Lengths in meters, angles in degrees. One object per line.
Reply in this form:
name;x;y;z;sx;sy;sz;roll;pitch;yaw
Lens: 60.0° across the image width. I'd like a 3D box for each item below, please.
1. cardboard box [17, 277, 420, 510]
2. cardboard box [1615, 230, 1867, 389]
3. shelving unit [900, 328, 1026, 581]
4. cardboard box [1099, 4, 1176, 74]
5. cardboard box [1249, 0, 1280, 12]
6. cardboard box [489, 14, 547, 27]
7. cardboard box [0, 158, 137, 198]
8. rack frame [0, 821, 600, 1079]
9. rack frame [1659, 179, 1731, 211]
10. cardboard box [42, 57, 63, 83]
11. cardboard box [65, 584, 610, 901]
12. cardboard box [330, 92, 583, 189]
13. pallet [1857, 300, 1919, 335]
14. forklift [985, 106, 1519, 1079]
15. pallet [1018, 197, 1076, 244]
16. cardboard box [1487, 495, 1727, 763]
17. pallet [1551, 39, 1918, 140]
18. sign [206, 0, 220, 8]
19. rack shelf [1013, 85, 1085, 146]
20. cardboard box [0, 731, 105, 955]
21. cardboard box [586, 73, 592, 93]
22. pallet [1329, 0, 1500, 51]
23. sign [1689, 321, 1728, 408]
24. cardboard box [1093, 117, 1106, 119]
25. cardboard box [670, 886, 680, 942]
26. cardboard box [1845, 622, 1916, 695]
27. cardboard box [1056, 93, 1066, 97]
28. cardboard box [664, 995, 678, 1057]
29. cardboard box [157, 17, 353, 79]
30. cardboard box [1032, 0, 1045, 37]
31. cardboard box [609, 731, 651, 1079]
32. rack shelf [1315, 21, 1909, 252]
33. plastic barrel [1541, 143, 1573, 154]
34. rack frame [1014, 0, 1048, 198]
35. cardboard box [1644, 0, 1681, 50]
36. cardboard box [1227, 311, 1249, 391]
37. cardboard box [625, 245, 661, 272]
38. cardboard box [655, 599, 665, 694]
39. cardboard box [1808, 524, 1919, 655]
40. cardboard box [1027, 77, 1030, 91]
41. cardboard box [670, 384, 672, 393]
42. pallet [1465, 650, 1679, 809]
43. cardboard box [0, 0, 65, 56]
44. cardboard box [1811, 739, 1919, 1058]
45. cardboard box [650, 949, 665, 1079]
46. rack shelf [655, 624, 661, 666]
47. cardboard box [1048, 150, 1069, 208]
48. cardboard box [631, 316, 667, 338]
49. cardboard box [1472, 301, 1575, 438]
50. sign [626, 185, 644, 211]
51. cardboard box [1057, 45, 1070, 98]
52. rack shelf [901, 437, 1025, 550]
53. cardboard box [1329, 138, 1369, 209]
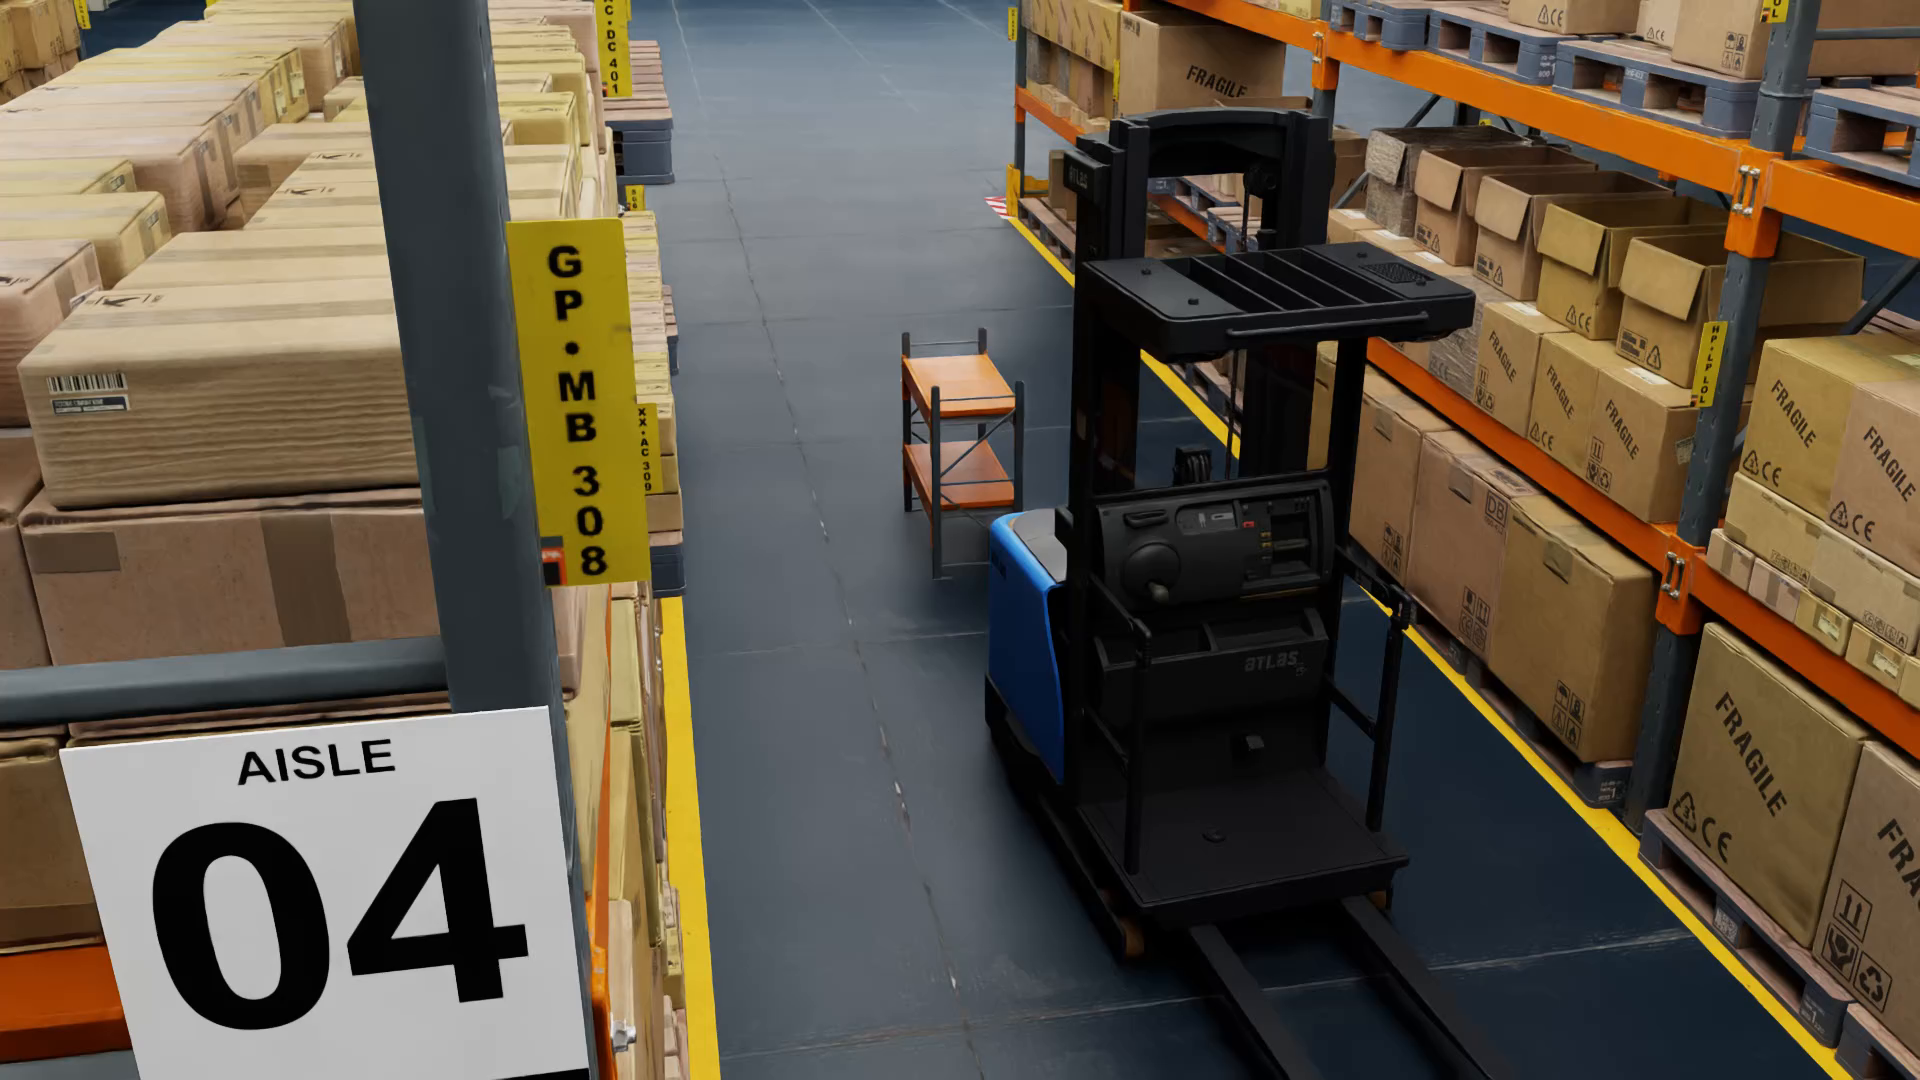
cardboard box;-0.694;-0.157;1.679;0.380;0.149;0.250;-5;24;-10
cardboard box;3.169;-0.952;6.804;0.797;0.503;0.637;-5;24;-11
shelving unit;0.001;-0.513;9.519;0.538;1.125;1.048;-4;24;-10
cardboard box;1.462;-4.140;13.735;0.500;0.500;0.500;-4;24;-10
cardboard box;2.121;-3.438;10.314;0.500;0.250;0.500;-4;24;-10
cardboard box;-1.194;-1.175;4.010;0.380;0.149;0.250;-3;24;-8
cardboard box;-1.361;-0.423;2.288;0.380;0.149;0.250;-4;24;-9
rack frame;-0.858;1.705;2.099;1.000;3.000;0.127;-4;24;-10
rack frame;6.683;-3.709;14.495;1.000;3.000;0.127;-4;24;-10
cardboard box;-8.204;-3.974;14.605;0.500;0.500;0.500;-4;24;-10
cardboard box;-0.690;0.203;1.976;0.500;0.250;0.500;-3;24;-8
cardboard box;-0.854;-0.671;2.855;0.380;0.149;0.250;-4;24;-8
pallet;7.096;-1.644;13.251;1.003;0.211;1.213;-4;24;-10
forklift;1.022;0.040;5.996;1.130;2.935;3.031;-7;24;-15
pallet;1.206;-3.286;17.010;1.003;0.211;1.213;-4;24;-10
cardboard box;3.157;0.335;7.365;1.225;0.875;0.875;-4;24;-10
pallet;3.077;-1.840;6.706;0.805;0.209;1.217;-5;24;-12
sign;-2.143;-1.618;4.821;0.100;0.325;0.005;-4;24;-10
rack shelf;1.446;-3.800;15.601;1.077;0.370;4.000;-4;24;-10
cardboard box;-1.203;0.240;1.893;0.500;0.250;0.500;-5;24;-11
cardboard box;-1.178;-1.035;4.188;0.500;0.250;0.500;-5;24;-12
pallet;2.727;-2.808;8.920;1.213;0.211;1.003;-3;24;-7
sign;2.764;-0.646;6.134;0.100;0.325;0.005;-4;24;-10
cardboard box;1.391;-3.690;14.766;0.380;0.149;0.250;-4;24;-10
cardboard box;-1.191;1.374;5.892;0.380;0.149;0.250;-4;24;-9
cardboard box;3.171;0.370;5.468;0.380;0.149;0.250;-5;24;-11
cardboard box;1.132;-4.180;15.887;0.380;0.149;0.250;-4;24;-10
cardboard box;-1.025;1.496;4.871;0.380;0.149;0.250;-5;24;-12
cardboard box;-1.659;-1.144;3.939;0.380;0.149;0.250;-5;24;-11
cardboard box;0.996;-5.123;15.985;0.500;0.500;0.500;-4;24;-10
cardboard box;-0.780;0.670;2.722;0.500;0.500;0.500;-4;24;-8
rack shelf;2.925;-2.028;7.796;1.077;0.370;4.000;-4;24;-10
plastic barrel;6.233;-3.885;17.480;0.421;0.512;0.421;0;24;0
rack frame;1.076;-4.916;17.258;1.000;3.000;0.127;-4;24;-10
cardboard box;3.181;-2.160;6.788;0.500;0.311;0.500;-5;24;-12
cardboard box;2.297;-1.305;11.563;0.700;0.500;0.500;-6;24;-14
cardboard box;-1.651;-1.326;8.085;0.380;0.149;0.250;-4;24;-8
cardboard box;-1.574;0.566;7.304;0.500;0.500;0.500;-3;24;-7
cardboard box;3.212;0.137;5.505;0.500;0.250;0.500;-4;24;-10
cardboard box;0.894;-4.671;17.011;0.380;0.149;0.250;-4;24;-10
cardboard box;-1.366;-0.577;6.740;0.380;0.149;0.250;-5;24;-12
pallet;3.078;0.784;7.691;1.003;0.211;1.213;-4;24;-10
cardboard box;-8.268;-4.438;14.419;0.700;0.500;0.500;-4;24;-9
cardboard box;3.505;1.205;5.374;0.875;0.875;0.875;-4;24;-10
cardboard box;-0.872;0.923;3.392;0.500;0.500;0.500;-4;24;-9
rack shelf;-1.968;-0.326;7.647;1.077;0.370;4.000;-4;24;-10
cardboard box;1.175;-3.716;17.109;0.500;0.500;0.500;0;24;0
cardboard box;-1.413;-0.817;6.918;0.380;0.149;0.250;-5;24;-10
cardboard box;2.752;-0.806;7.722;0.500;0.500;0.500;-5;24;-10
sign;-1.806;-1.980;9.188;0.100;0.325;0.005;-4;24;-10
cardboard box;1.411;-4.492;15.791;0.875;0.500;0.500;-4;24;-10
rack shelf;0.001;-0.289;9.617;0.538;0.278;1.000;-4;24;-10
cardboard box;2.416;-2.217;10.429;0.500;0.500;0.500;-7;25;-16
